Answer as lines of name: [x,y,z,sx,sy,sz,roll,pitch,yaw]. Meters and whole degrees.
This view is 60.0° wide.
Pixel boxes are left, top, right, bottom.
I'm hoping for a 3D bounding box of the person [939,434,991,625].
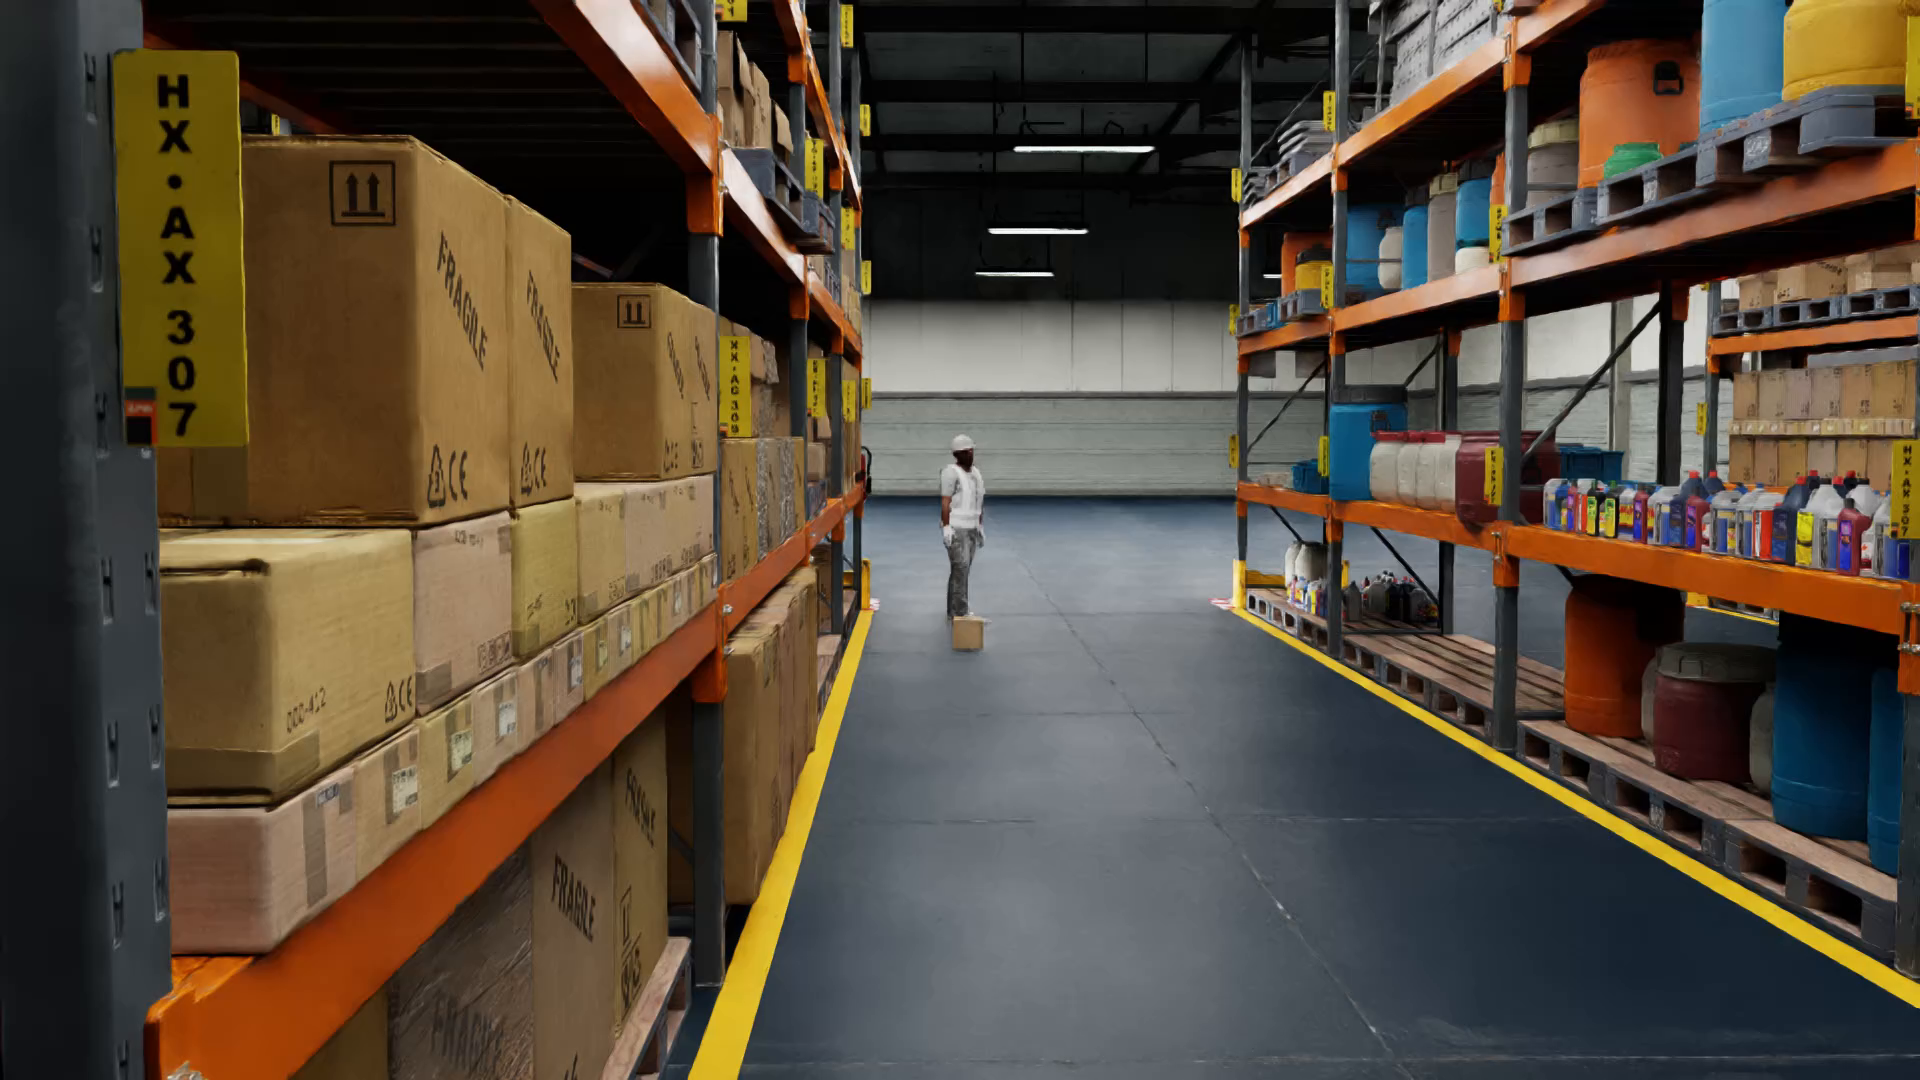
person: [0.070,-0.089,15.479,0.563,1.783,0.670,2,4,27]
